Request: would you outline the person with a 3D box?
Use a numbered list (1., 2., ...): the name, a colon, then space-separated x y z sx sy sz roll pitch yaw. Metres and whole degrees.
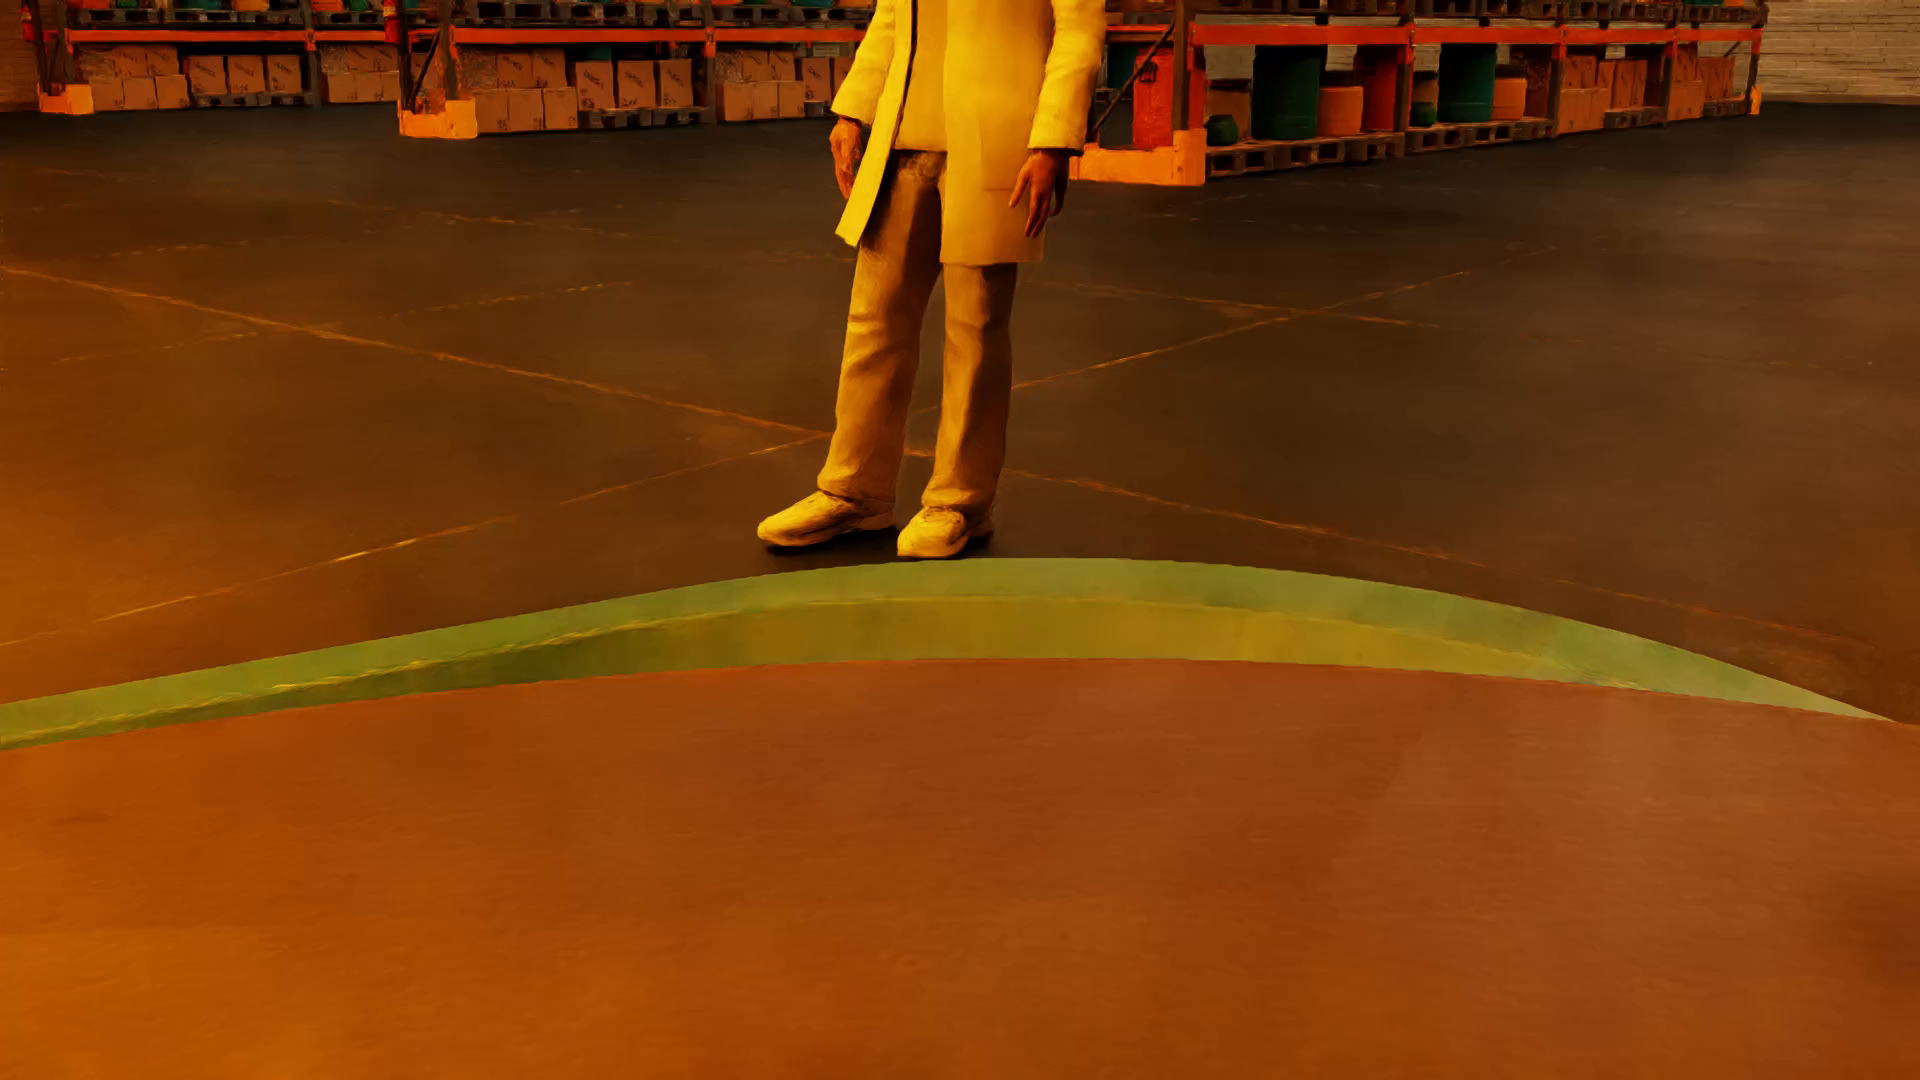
1. person: -0.061 -0.838 3.617 0.694 1.776 0.579 13 21 37
